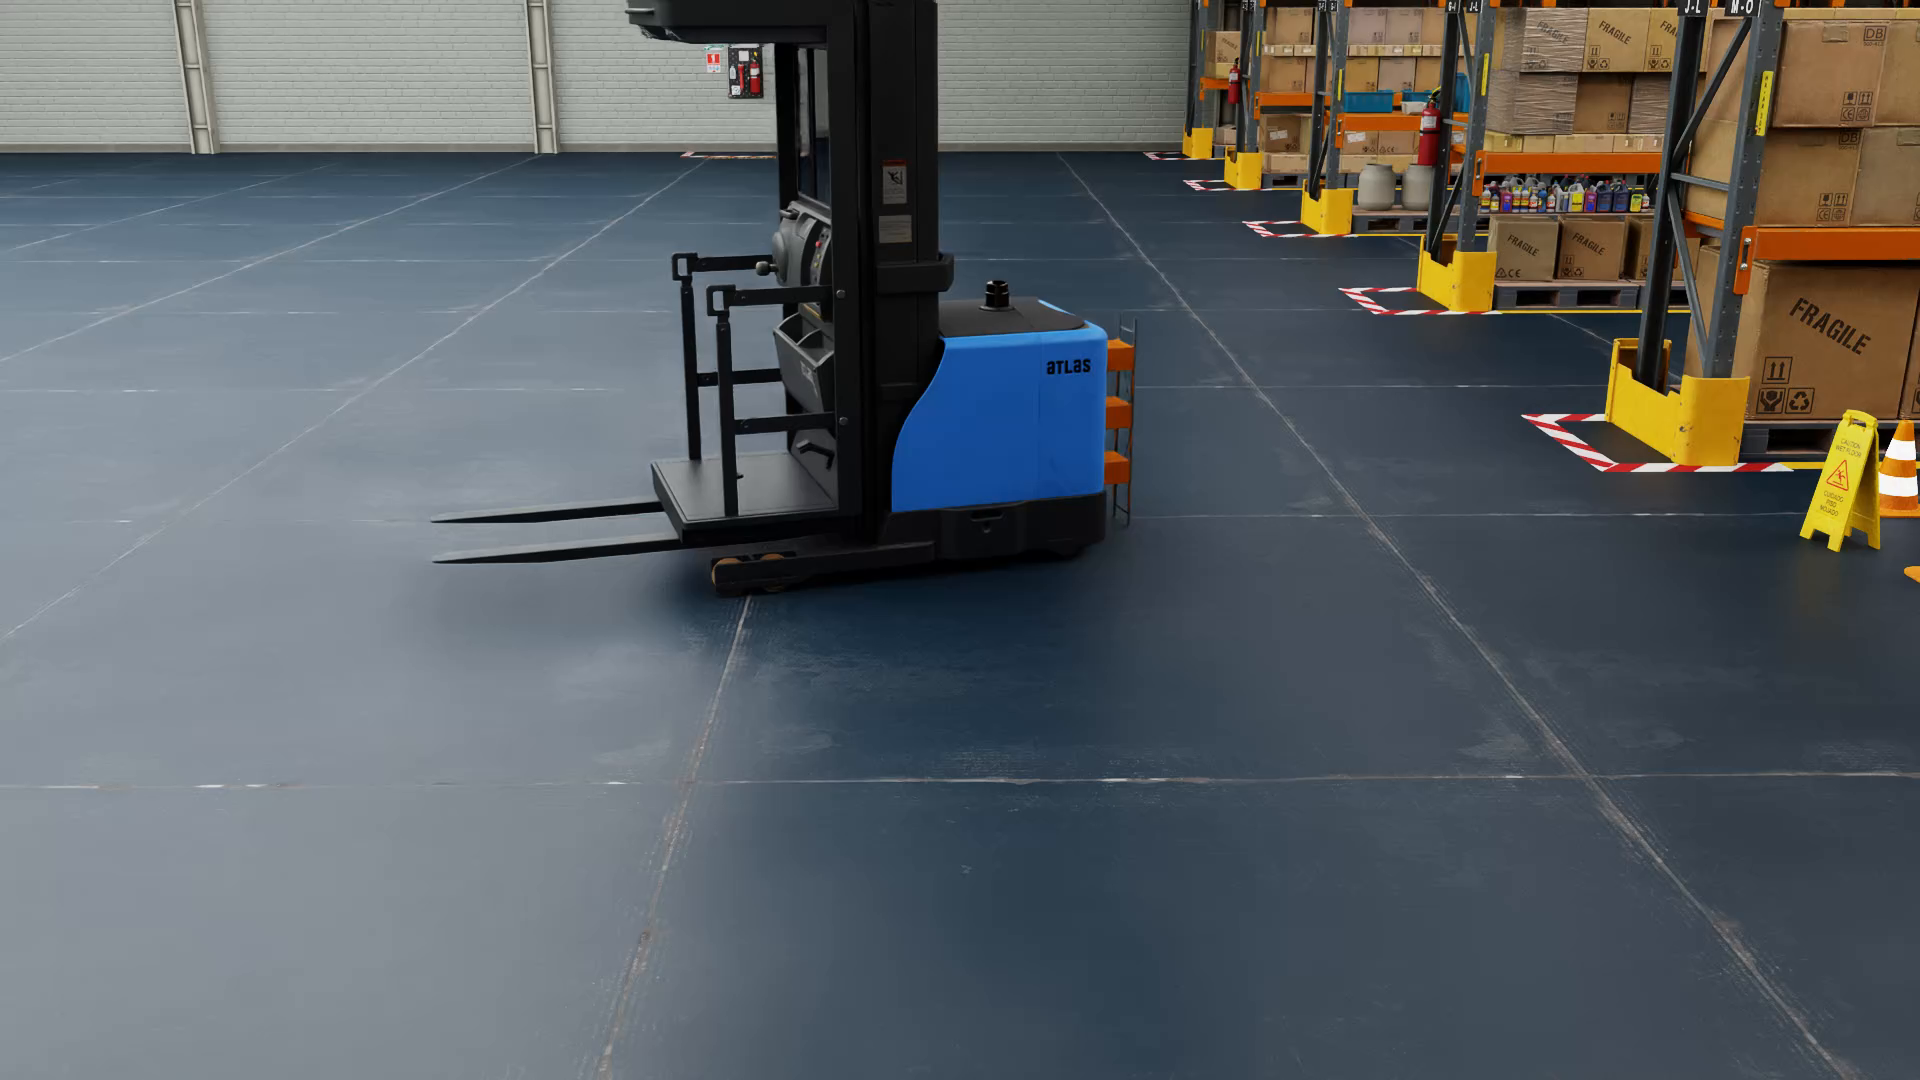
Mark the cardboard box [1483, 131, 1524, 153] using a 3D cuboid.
[{"bbox_3d":[4.545,-3.345,13.976,0.250,0.149,0.380,0,18,-1],"label":"cardboard box"}]

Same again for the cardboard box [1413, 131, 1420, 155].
[{"bbox_3d":[6.643,-5.757,23.671,0.500,0.500,0.500,0,18,-1],"label":"cardboard box"}]

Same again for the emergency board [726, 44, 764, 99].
[{"bbox_3d":[-3.763,-8.313,29.051,0.643,1.169,0.194,0,18,-1],"label":"emergency board"}]

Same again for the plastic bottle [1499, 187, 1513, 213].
[{"bbox_3d":[6.223,-3.874,18.940,0.133,0.283,0.061,0,18,0],"label":"plastic bottle"}]

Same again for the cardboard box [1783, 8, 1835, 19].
[{"bbox_3d":[6.810,-4.130,13.723,0.500,0.500,0.500,0,18,-1],"label":"cardboard box"}]

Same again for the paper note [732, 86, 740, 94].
[{"bbox_3d":[-3.941,-7.914,29.249,0.142,0.148,0.016,0,18,-1],"label":"paper note"}]

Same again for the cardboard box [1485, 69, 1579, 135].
[{"bbox_3d":[4.807,-3.720,14.082,0.500,0.500,0.875,0,18,-1],"label":"cardboard box"}]

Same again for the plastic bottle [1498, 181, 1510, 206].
[{"bbox_3d":[6.399,-4.098,19.650,0.135,0.276,0.152,-1,18,-2],"label":"plastic bottle"}]

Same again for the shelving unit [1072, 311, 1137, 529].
[{"bbox_3d":[0.690,-0.574,8.119,0.252,1.050,0.215,-6,19,-17],"label":"shelving unit"}]

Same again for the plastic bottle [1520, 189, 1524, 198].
[{"bbox_3d":[6.610,-4.028,19.553,0.097,0.201,0.097,0,18,0],"label":"plastic bottle"}]

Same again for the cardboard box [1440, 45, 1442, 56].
[{"bbox_3d":[6.817,-6.866,23.316,0.250,0.149,0.380,0,18,-1],"label":"cardboard box"}]

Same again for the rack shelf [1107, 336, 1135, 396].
[{"bbox_3d":[0.690,-0.835,8.036,0.240,0.259,0.215,-6,19,-17],"label":"rack shelf"}]

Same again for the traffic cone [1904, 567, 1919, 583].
[{"bbox_3d":[4.465,-0.035,7.399,0.334,0.463,0.336,0,18,-1],"label":"traffic cone"}]

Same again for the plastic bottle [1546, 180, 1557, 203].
[{"bbox_3d":[7.010,-4.118,19.701,0.133,0.283,0.061,1,18,2],"label":"plastic bottle"}]

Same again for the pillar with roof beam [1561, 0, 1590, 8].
[{"bbox_3d":[10.775,-9.913,24.217,0.400,9.000,9.100,0,18,-1],"label":"pillar with roof beam"}]

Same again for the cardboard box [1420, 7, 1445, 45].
[{"bbox_3d":[6.654,-7.237,23.410,0.500,0.500,0.700,0,18,-1],"label":"cardboard box"}]

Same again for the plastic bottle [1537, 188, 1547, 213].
[{"bbox_3d":[6.641,-3.876,18.966,0.097,0.271,0.097,0,18,0],"label":"plastic bottle"}]

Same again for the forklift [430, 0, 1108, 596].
[{"bbox_3d":[-0.889,-1.329,7.393,3.031,2.935,1.130,-6,19,-17],"label":"forklift"}]

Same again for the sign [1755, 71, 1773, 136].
[{"bbox_3d":[4.236,-2.301,8.764,0.005,0.325,0.100,0,18,-1],"label":"sign"}]

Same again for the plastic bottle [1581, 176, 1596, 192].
[{"bbox_3d":[7.366,-4.095,19.519,0.185,0.351,0.144,0,18,-1],"label":"plastic bottle"}]

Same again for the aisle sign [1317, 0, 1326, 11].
[{"bbox_3d":[4.102,-6.377,18.761,0.004,0.787,0.394,0,18,-1],"label":"aisle sign"}]

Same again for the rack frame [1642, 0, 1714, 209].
[{"bbox_3d":[8.178,-5.068,18.936,0.127,3.000,1.000,0,18,-1],"label":"rack frame"}]

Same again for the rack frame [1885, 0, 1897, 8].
[{"bbox_3d":[16.020,-8.133,28.489,0.127,3.000,1.000,0,18,-1],"label":"rack frame"}]

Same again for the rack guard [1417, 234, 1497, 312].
[{"bbox_3d":[4.332,-2.346,14.543,0.348,0.500,1.175,0,18,-1],"label":"rack guard"}]

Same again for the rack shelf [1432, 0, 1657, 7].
[{"bbox_3d":[10.021,-9.189,28.050,4.000,0.370,1.077,0,18,-1],"label":"rack shelf"}]

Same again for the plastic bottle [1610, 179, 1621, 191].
[{"bbox_3d":[7.536,-3.969,19.127,0.185,0.351,0.144,0,18,-1],"label":"plastic bottle"}]

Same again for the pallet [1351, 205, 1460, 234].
[{"bbox_3d":[5.066,-3.738,19.355,1.213,0.211,1.003,0,18,-1],"label":"pallet"}]

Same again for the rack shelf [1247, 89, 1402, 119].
[{"bbox_3d":[6.104,-6.229,23.732,4.000,0.370,1.077,0,18,-1],"label":"rack shelf"}]

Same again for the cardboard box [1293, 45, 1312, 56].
[{"bbox_3d":[4.764,-6.856,23.285,0.250,0.149,0.380,-1,18,-2],"label":"cardboard box"}]

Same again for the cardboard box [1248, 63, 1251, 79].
[{"bbox_3d":[5.034,-7.925,28.055,0.500,0.250,0.500,-1,18,-3],"label":"cardboard box"}]

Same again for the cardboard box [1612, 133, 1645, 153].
[{"bbox_3d":[5.545,-3.344,13.971,0.250,0.149,0.380,0,18,-1],"label":"cardboard box"}]

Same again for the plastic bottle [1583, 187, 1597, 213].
[{"bbox_3d":[7.184,-3.879,18.955,0.133,0.283,0.061,1,18,3],"label":"plastic bottle"}]

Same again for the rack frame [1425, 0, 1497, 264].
[{"bbox_3d":[4.256,-3.536,14.160,0.127,3.000,1.000,0,18,-1],"label":"rack frame"}]

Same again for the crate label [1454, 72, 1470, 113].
[{"bbox_3d":[6.014,-5.157,19.156,0.616,0.435,0.502,0,18,-1],"label":"crate label"}]

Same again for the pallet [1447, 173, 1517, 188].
[{"bbox_3d":[7.307,-5.262,24.106,1.213,0.211,1.003,0,18,-1],"label":"pallet"}]

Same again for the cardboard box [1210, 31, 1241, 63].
[{"bbox_3d":[4.504,-8.280,27.935,0.500,0.500,0.500,0,18,-1],"label":"cardboard box"}]

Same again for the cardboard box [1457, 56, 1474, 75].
[{"bbox_3d":[7.132,-6.620,23.610,0.500,0.500,0.700,0,18,-1],"label":"cardboard box"}]

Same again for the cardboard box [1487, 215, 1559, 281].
[{"bbox_3d":[4.881,-2.544,14.471,0.500,0.500,0.500,3,18,9],"label":"cardboard box"}]

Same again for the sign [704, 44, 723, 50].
[{"bbox_3d":[-4.312,-8.609,29.046,0.331,0.109,0.001,0,18,-1],"label":"sign"}]

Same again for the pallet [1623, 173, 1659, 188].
[{"bbox_3d":[10.062,-5.276,24.147,1.213,0.211,1.003,0,18,-1],"label":"pallet"}]

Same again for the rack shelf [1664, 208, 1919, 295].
[{"bbox_3d":[6.233,-1.688,9.576,4.000,0.370,1.077,0,18,-1],"label":"rack shelf"}]

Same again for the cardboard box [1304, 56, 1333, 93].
[{"bbox_3d":[5.096,-6.612,23.584,0.500,0.500,0.700,0,18,1],"label":"cardboard box"}]

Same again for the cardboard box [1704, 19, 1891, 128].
[{"bbox_3d":[4.605,-2.596,9.217,0.550,0.550,0.875,0,18,-1],"label":"cardboard box"}]

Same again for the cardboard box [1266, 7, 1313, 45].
[{"bbox_3d":[4.624,-7.226,23.374,0.500,0.500,0.700,0,18,-1],"label":"cardboard box"}]

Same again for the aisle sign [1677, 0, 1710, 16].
[{"bbox_3d":[4.158,-3.350,9.324,0.004,0.787,0.394,0,18,-1],"label":"aisle sign"}]

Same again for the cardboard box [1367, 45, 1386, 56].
[{"bbox_3d":[5.787,-6.861,23.300,0.250,0.149,0.380,-1,18,-2],"label":"cardboard box"}]

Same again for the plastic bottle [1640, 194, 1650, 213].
[{"bbox_3d":[7.820,-3.848,18.994,0.097,0.201,0.097,0,18,0],"label":"plastic bottle"}]

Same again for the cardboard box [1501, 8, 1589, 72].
[{"bbox_3d":[4.811,-4.121,13.696,0.500,0.500,0.500,0,18,-1],"label":"cardboard box"}]

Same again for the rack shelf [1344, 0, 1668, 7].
[{"bbox_3d":[6.178,-6.144,18.558,4.000,0.370,1.077,0,18,-1],"label":"rack shelf"}]

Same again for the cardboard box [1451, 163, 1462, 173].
[{"bbox_3d":[7.143,-5.403,23.795,0.500,0.250,0.500,0,18,-1],"label":"cardboard box"}]

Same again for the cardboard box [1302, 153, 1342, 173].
[{"bbox_3d":[5.143,-5.391,23.755,0.500,0.250,0.500,0,18,-1],"label":"cardboard box"}]
